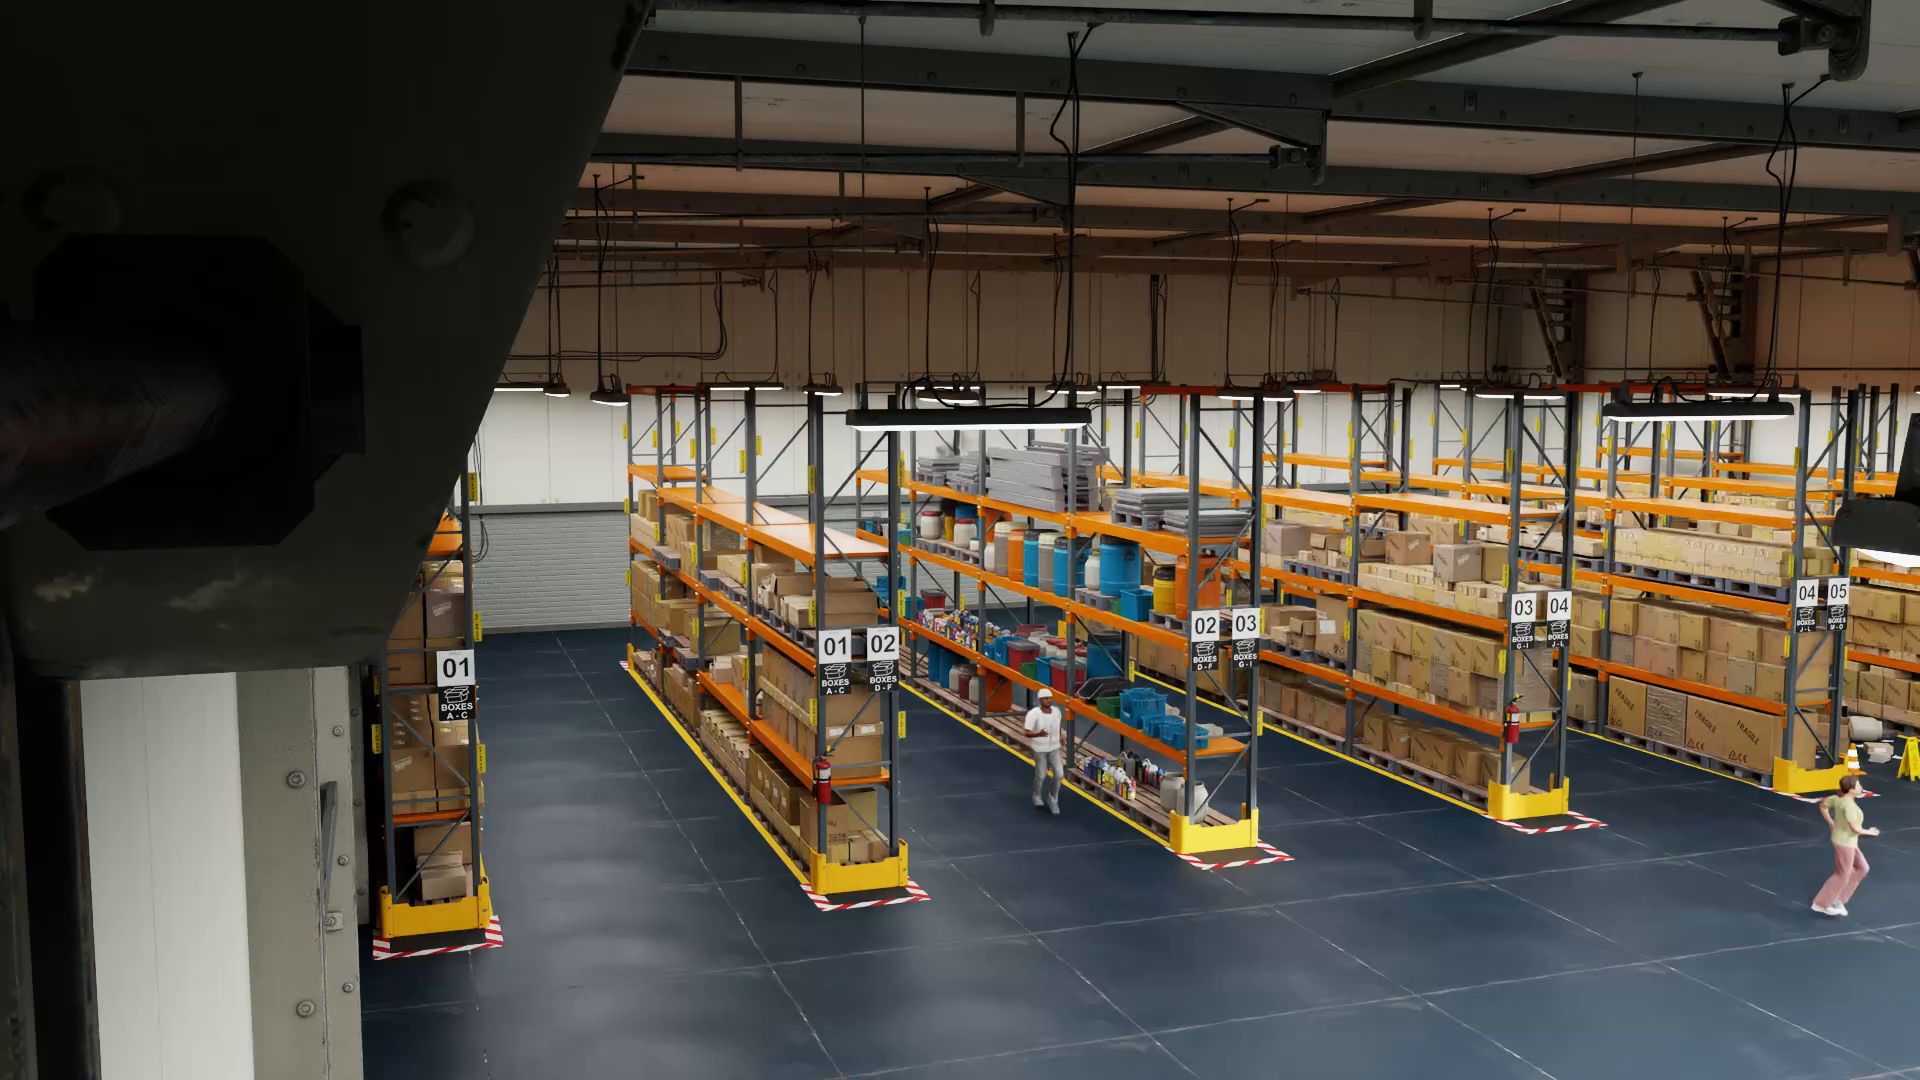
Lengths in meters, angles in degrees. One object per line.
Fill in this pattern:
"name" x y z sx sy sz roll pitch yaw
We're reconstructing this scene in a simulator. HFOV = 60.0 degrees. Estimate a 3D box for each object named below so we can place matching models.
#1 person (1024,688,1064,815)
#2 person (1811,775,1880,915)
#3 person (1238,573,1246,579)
"person" 1.237 3.014 23.697 0.673 1.811 0.706 -2 6 -19
"person" 10.218 3.537 19.185 0.664 1.688 0.594 2 6 15
"person" 6.381 1.579 38.159 0.581 1.675 0.688 -2 6 -18
